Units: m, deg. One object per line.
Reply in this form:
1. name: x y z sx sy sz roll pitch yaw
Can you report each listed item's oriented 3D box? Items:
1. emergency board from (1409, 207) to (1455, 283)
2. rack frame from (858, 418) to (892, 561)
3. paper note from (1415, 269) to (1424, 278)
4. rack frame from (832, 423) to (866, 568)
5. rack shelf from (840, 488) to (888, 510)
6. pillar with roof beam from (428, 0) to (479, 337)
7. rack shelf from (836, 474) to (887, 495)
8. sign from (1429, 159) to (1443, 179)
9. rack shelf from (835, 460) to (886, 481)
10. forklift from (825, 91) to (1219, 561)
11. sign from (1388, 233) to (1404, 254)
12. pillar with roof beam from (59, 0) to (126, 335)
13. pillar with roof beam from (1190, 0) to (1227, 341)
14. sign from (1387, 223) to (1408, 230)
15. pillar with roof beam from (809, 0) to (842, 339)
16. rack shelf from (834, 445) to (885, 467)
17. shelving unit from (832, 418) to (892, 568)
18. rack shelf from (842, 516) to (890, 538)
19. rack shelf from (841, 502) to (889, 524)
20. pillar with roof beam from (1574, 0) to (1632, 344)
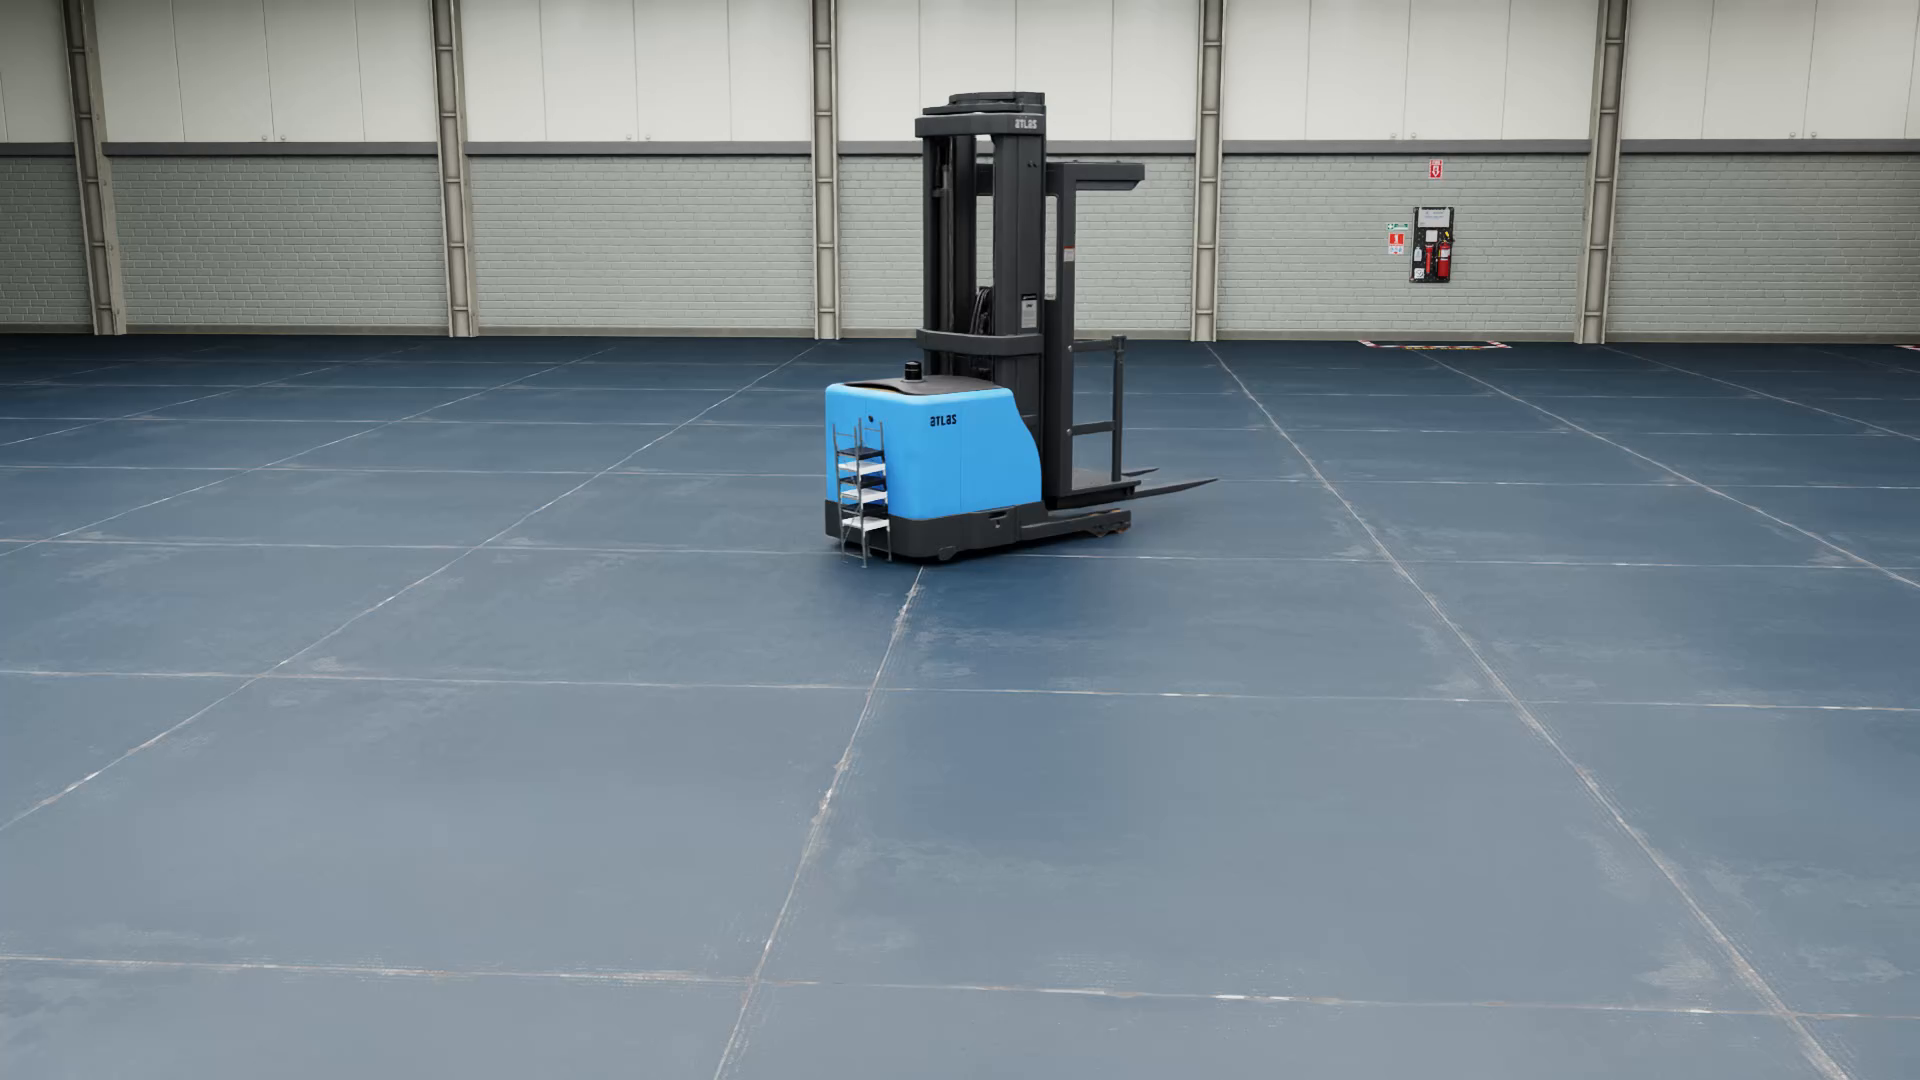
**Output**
1. emergency board: 7.384 -4.600 25.935 0.643 1.169 0.194 1 12 4
2. rack frame: -0.538 -0.318 10.525 0.006 0.900 0.240 -15 19 -39
3. paper note: 7.212 -4.186 26.104 0.142 0.148 0.016 1 12 4
4. rack frame: -0.692 -0.277 10.398 0.006 0.900 0.240 -15 19 -39
5. rack shelf: -0.613 -0.266 10.470 0.200 0.077 0.258 -15 19 -39
6. pillar with roof beam: -8.400 -6.862 22.094 0.400 9.000 9.100 1 12 4
7. rack shelf: -0.618 -0.353 10.447 0.200 0.077 0.258 -15 19 -39
8. sign: 7.383 -5.756 25.795 0.199 0.298 0.001 1 12 4
9. rack shelf: -0.623 -0.440 10.425 0.200 0.077 0.258 -15 19 -39
10. forklift: 0.556 -1.527 11.412 3.031 2.935 1.130 -10 15 -39
11. sign: 6.840 -4.647 26.068 0.234 0.329 0.001 1 12 4
12. pillar with roof beam: -14.386 -6.944 22.487 0.400 9.000 9.100 1 12 4
13. pillar with roof beam: 3.573 -6.698 21.310 0.400 9.000 9.100 1 12 4
14. sign: 6.844 -4.904 26.005 0.331 0.109 0.001 1 12 4
15. pillar with roof beam: -2.413 -6.780 21.702 0.400 9.000 9.100 1 12 4
16. rack shelf: -0.628 -0.527 10.402 0.200 0.077 0.258 -15 19 -39
17. shelving unit: -0.615 -0.298 10.461 0.210 0.900 0.258 -15 19 -39
18. rack shelf: -0.603 -0.092 10.515 0.200 0.077 0.258 -15 19 -39
19. rack shelf: -0.608 -0.179 10.492 0.200 0.077 0.258 -15 19 -39
20. pillar with roof beam: 9.560 -6.616 20.917 0.400 9.000 9.100 1 12 4
